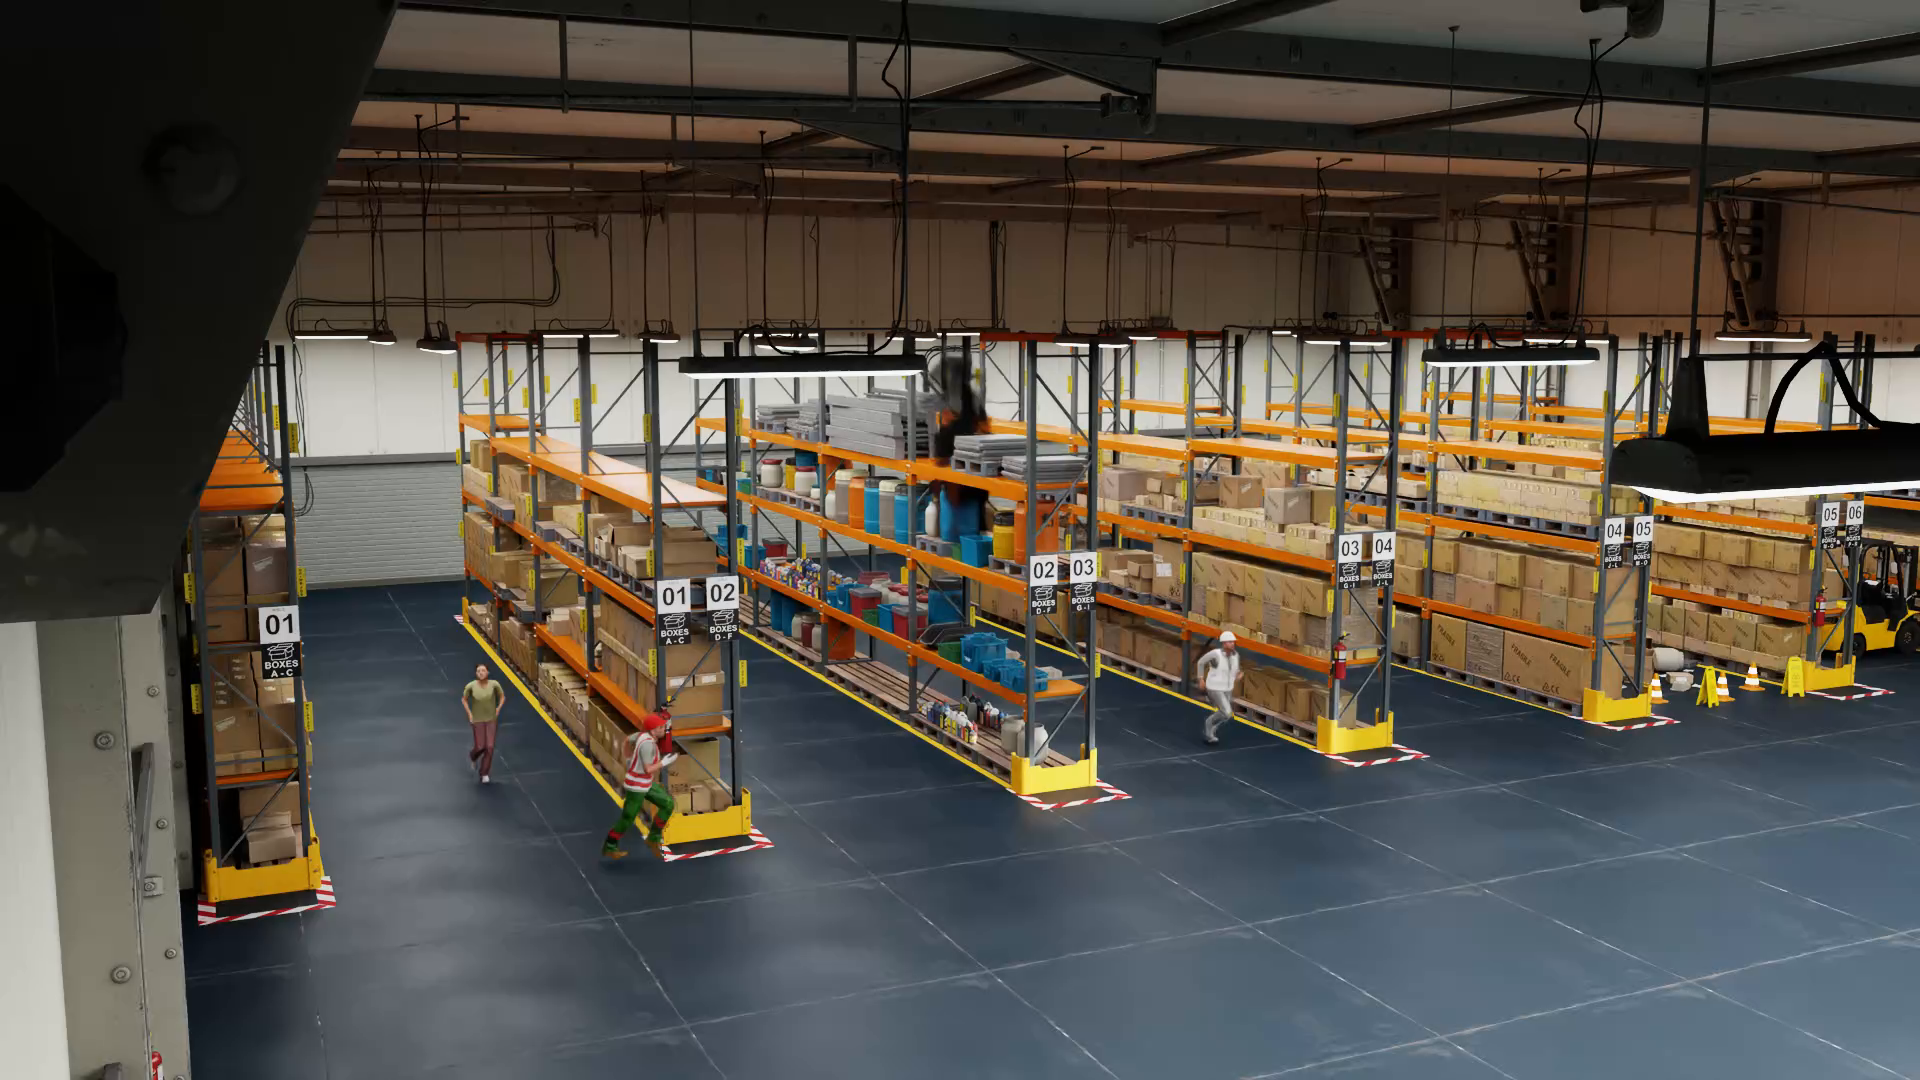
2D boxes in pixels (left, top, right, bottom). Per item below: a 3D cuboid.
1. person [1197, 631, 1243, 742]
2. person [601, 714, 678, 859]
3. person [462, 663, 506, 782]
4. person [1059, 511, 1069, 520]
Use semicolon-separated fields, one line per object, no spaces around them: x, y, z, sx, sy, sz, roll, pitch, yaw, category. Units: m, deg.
3.863;2.171;24.502;0.615;1.697;0.737;-6;10;-37;person
-3.705;2.874;19.242;0.927;1.745;0.641;0;8;0;person
-6.501;2.474;22.757;0.574;1.639;0.583;-3;8;-21;person
2.555;0.000;40.946;0.680;1.657;0.590;4;9;30;person
